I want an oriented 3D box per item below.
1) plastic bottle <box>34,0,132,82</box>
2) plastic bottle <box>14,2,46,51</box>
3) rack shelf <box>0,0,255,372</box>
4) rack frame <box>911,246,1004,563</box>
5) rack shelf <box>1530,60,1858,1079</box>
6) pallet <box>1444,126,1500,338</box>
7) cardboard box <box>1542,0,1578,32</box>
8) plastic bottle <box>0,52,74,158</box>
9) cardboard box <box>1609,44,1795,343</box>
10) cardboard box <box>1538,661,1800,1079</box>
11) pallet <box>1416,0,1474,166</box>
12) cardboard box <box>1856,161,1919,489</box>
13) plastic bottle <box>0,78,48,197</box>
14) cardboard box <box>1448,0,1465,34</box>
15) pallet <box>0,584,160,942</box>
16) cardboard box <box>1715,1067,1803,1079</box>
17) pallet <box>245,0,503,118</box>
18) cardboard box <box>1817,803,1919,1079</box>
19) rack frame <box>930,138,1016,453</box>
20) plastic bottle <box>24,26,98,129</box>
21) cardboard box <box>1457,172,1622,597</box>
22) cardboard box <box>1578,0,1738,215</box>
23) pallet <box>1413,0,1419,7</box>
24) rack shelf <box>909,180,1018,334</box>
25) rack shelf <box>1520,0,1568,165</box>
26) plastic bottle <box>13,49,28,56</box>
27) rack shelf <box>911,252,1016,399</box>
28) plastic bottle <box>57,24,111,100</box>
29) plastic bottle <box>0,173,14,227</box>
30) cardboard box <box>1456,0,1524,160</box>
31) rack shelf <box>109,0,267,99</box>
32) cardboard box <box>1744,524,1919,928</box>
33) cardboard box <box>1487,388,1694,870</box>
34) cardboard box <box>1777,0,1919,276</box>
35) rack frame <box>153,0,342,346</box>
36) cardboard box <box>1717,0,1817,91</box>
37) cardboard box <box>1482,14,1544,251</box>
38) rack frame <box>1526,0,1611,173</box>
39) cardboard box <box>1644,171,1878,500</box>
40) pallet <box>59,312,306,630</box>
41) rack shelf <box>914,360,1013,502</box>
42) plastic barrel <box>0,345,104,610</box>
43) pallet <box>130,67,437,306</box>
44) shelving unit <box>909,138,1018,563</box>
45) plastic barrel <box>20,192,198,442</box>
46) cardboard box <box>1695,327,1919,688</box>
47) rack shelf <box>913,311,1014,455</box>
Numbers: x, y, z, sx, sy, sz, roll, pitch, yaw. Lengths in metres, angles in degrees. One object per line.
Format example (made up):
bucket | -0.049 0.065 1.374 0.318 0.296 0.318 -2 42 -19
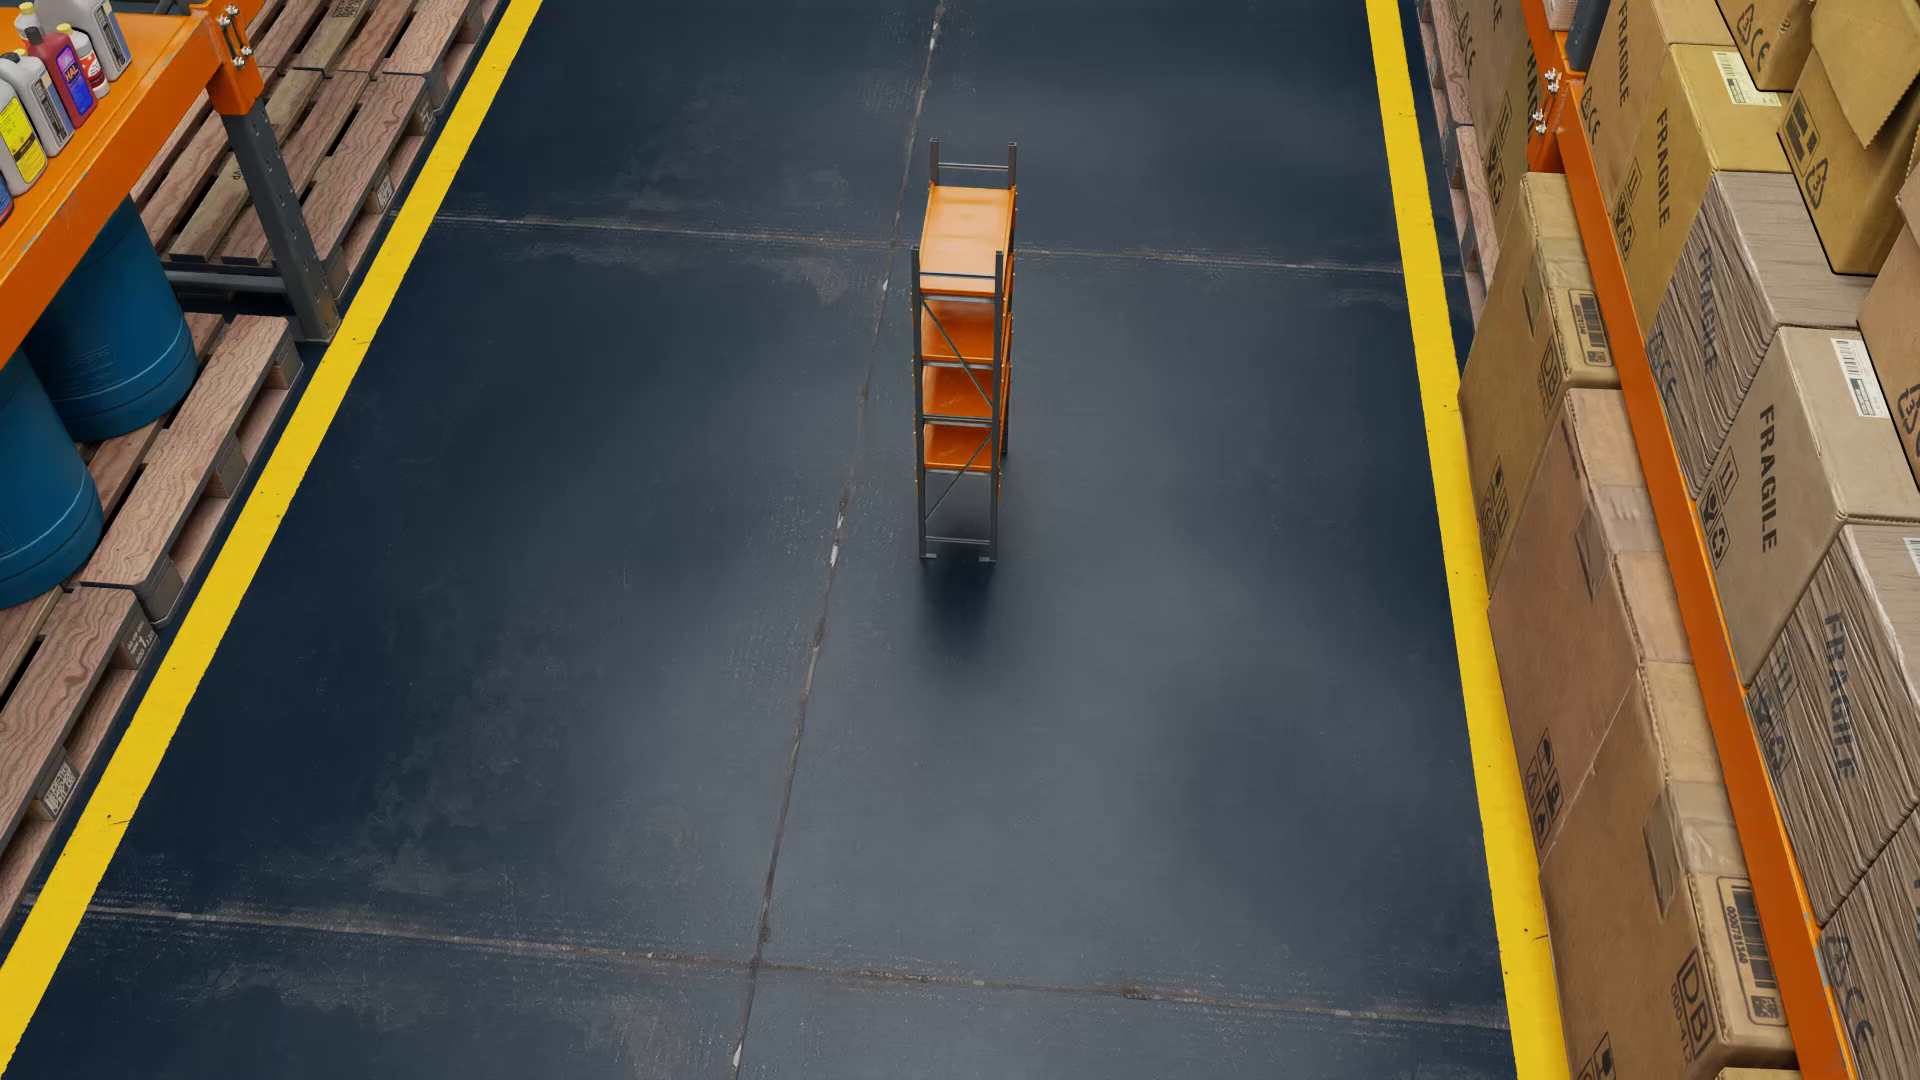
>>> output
plastic bottle | -2.432 -1.427 4.606 0.152 0.276 0.135 4 48 4
plastic bottle | -2.558 -1.396 4.629 0.097 0.201 0.097 0 48 0
rack shelf | -2.901 -0.067 3.766 1.077 0.370 4.000 4 48 4
rack frame | -0.007 -0.347 4.755 0.240 1.200 0.015 4 48 4
rack shelf | 2.032 0.266 3.462 1.077 0.370 4.000 4 48 4
pallet | 2.361 -1.059 6.076 1.003 0.211 1.213 4 48 4
cardboard box | 1.916 -1.608 4.858 0.380 0.149 0.250 4 48 4
plastic bottle | -2.466 -1.158 4.361 0.152 0.276 0.135 4 48 4
cardboard box | 1.878 -0.790 3.872 0.500 0.500 0.500 4 48 4
cardboard box | 2.022 0.908 3.542 1.225 0.875 0.875 4 48 4
pallet | 2.470 -1.958 6.898 1.003 0.211 1.213 4 48 4
cardboard box | 2.049 -0.388 2.824 0.797 0.503 0.637 5 48 5
plastic bottle | -2.476 -1.066 4.225 0.144 0.351 0.185 4 48 4
cardboard box | 2.517 -2.666 6.811 0.875 0.875 0.875 4 48 4
pallet | -2.939 0.624 4.536 1.003 0.211 1.213 4 48 4
cardboard box | 1.933 1.562 2.944 1.225 0.875 0.875 2 48 2
pallet | -2.581 -2.281 7.193 1.003 0.211 1.213 4 48 4
cardboard box | 1.699 0.714 2.497 0.500 0.500 0.500 3 48 3
rack frame | 0.037 -0.706 5.082 0.240 1.200 0.015 4 48 4
plastic bottle | -2.408 -1.256 4.445 0.061 0.283 0.133 4 48 4
cardboard box | 2.176 -0.400 4.738 1.225 0.875 0.875 4 48 4
cardboard box | 1.923 -1.159 4.210 0.500 0.500 0.500 4 48 4
pallet | 2.584 -2.852 7.716 1.003 0.211 1.213 4 48 4
rack shelf | 0.015 -0.792 4.629 0.258 0.148 0.480 4 48 4
rack shelf | 2.396 -2.674 6.150 1.077 0.370 4.000 4 48 4
plastic bottle | -2.488 -1.220 4.468 0.097 0.201 0.097 0 48 0
rack shelf | 0.015 -0.632 4.803 0.258 0.148 0.480 4 48 4
plastic bottle | -2.416 -1.314 4.554 0.097 0.201 0.097 0 48 0
plastic bottle | -2.493 -0.930 4.101 0.144 0.351 0.185 4 48 4
cardboard box | 2.436 -2.012 6.213 0.875 0.875 0.875 4 48 4
rack shelf | -2.536 -3.007 6.455 1.077 0.370 4.000 4 48 4
cardboard box | 1.743 0.332 2.846 0.500 0.500 0.500 2 48 2
cardboard box | 2.095 0.257 4.137 1.225 0.875 0.875 2 48 2
cardboard box | 2.090 -0.846 3.243 0.797 0.503 0.637 4 48 4
rack frame | -2.718 -1.780 4.845 1.000 3.000 0.127 4 48 4
cardboard box | 2.164 -1.349 3.704 0.797 0.503 0.637 3 48 3
cardboard box | 2.354 -1.351 5.608 0.875 0.875 0.875 4 48 4
rack frame | 2.214 -1.447 4.540 1.000 3.000 0.127 4 48 4
cardboard box | 1.832 -0.422 3.535 0.500 0.500 0.500 3 48 3
pallet | -2.830 -0.274 5.358 1.003 0.211 1.213 4 48 4
rack shelf | 0.015 -0.347 5.115 0.258 0.148 0.480 4 48 4
plastic barrel | -2.849 -0.294 4.624 0.600 0.901 0.708 4 48 4
pallet | -2.690 -1.382 6.371 1.003 0.211 1.213 4 48 4
shelving unit | 0.015 -0.527 4.918 0.258 1.200 0.503 4 48 4
plastic barrel | -2.785 -0.815 5.100 0.600 0.901 0.708 4 48 4
cardboard box | 1.790 -0.042 3.188 0.500 0.500 0.500 5 48 4
rack shelf | 0.015 -0.481 4.968 0.258 0.148 0.480 4 48 4
